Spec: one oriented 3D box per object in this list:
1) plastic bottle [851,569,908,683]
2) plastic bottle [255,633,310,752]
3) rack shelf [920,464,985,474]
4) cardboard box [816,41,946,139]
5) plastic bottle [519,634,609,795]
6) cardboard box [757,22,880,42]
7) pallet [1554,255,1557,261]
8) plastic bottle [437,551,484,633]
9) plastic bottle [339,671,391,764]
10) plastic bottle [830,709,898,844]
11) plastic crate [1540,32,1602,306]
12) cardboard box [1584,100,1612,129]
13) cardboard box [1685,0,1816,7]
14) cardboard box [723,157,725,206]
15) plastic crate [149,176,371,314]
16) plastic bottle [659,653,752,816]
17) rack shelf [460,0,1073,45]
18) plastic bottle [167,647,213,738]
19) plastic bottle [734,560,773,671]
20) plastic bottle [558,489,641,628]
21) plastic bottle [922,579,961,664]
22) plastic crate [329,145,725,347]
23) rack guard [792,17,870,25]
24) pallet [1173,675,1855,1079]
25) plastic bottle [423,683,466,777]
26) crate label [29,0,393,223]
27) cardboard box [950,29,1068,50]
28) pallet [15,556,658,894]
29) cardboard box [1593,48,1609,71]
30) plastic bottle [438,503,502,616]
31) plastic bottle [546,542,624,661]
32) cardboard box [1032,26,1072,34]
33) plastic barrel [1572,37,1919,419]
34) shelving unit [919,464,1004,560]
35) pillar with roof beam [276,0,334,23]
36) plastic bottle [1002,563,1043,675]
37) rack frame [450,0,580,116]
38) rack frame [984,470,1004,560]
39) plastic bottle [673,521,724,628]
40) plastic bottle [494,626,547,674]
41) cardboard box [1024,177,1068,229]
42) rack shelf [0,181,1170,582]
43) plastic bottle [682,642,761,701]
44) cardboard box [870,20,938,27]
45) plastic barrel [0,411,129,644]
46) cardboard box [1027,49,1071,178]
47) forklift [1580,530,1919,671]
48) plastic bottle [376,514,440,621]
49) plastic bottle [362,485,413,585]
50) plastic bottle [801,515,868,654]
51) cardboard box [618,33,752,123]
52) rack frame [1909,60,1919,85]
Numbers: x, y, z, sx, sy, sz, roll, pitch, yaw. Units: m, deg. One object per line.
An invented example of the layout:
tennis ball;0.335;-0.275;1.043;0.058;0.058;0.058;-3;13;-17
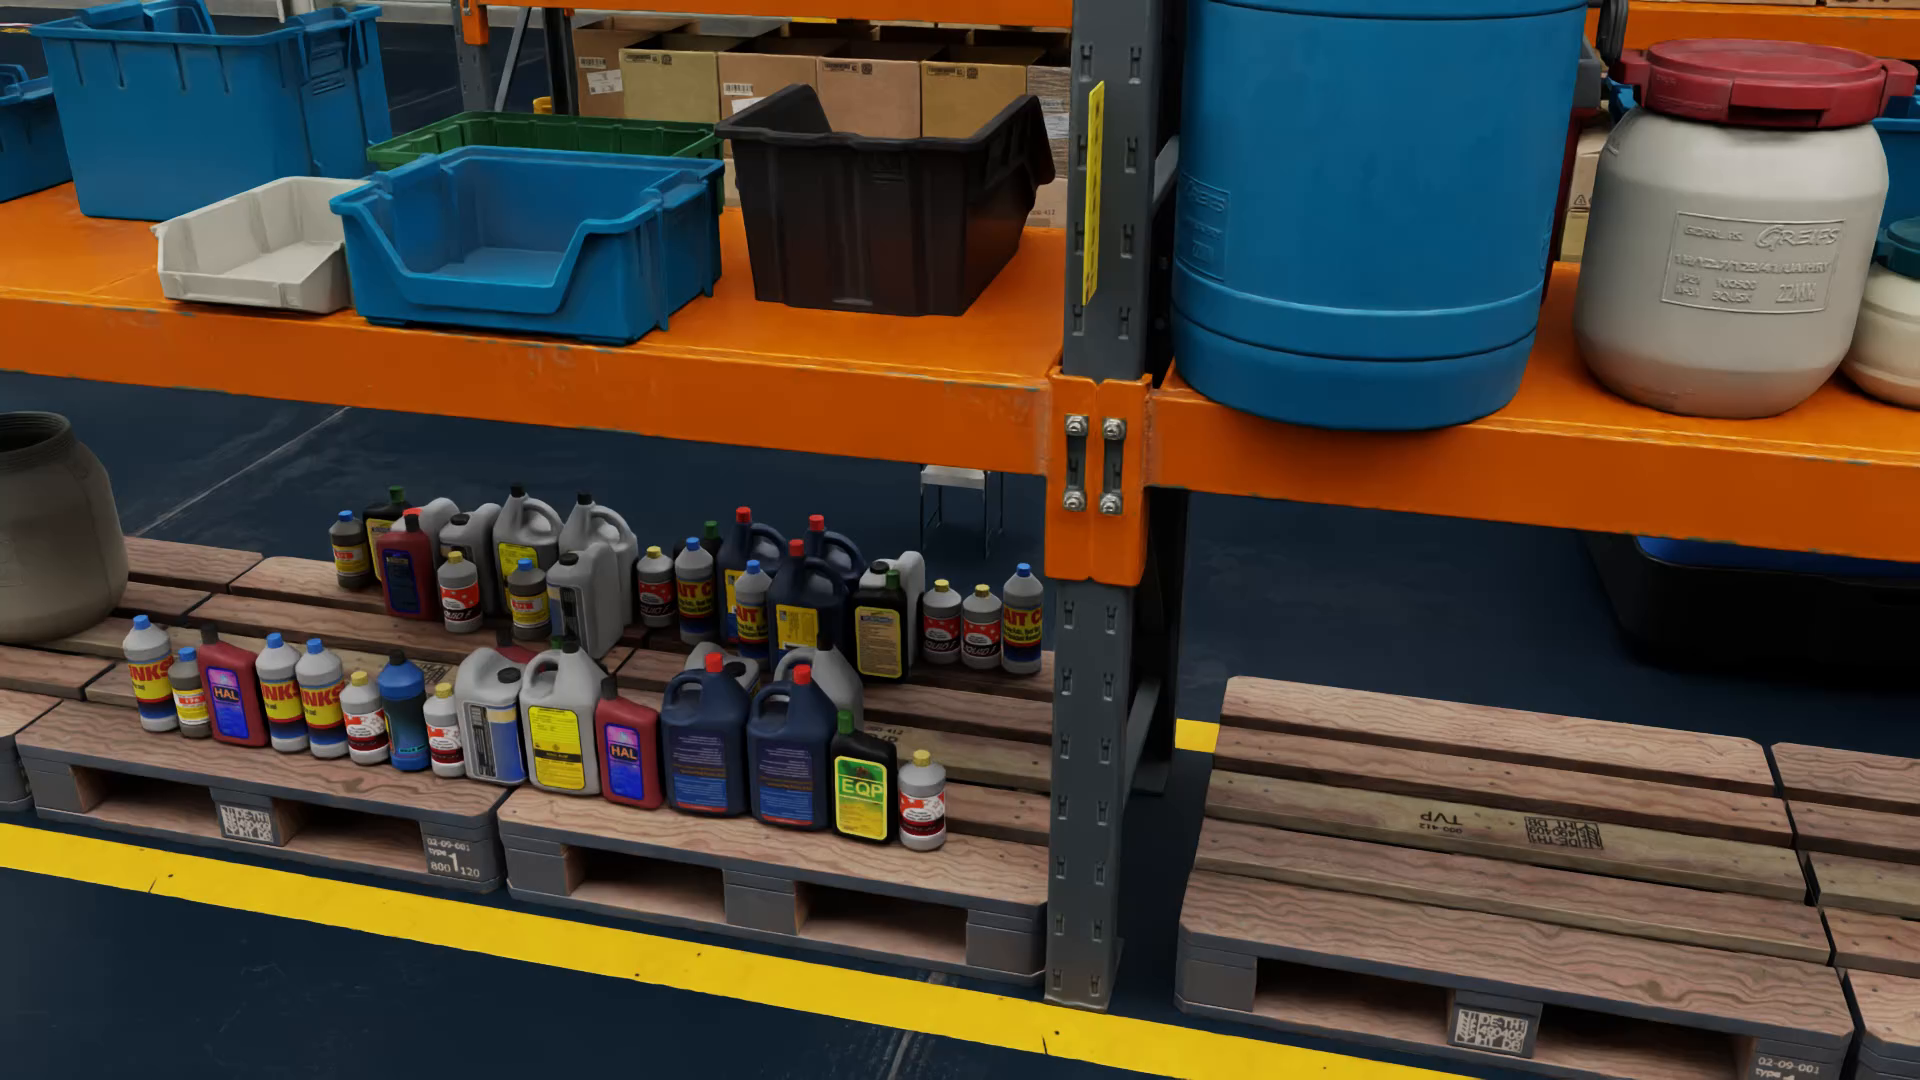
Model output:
plastic bottle;-0.193;0.201;3.987;0.133;0.283;0.061;6;26;13
plastic bottle;-1.512;0.334;3.722;0.097;0.271;0.097;0;25;0
rack shelf;0.008;-0.294;5.108;0.200;0.077;0.258;6;26;13
cardboard box;-0.369;-2.097;8.002;0.500;0.500;0.500;6;26;13
plastic bottle;-0.842;0.362;3.571;0.185;0.351;0.144;6;26;13
cardboard box;-0.719;-2.374;8.585;0.500;0.500;0.500;6;26;13
pallet;2.313;-1.372;7.886;1.213;0.211;1.003;6;26;13
plastic bottle;-1.275;0.126;4.239;0.097;0.201;0.097;0;25;0
plastic bottle;-1.319;0.387;3.692;0.097;0.201;0.097;0;25;0
plastic bottle;-0.196;0.482;3.397;0.133;0.283;0.061;8;27;16
plastic crate;0.897;-0.736;3.232;0.583;0.464;0.402;6;26;13
cardboard box;3.041;-1.863;7.732;0.500;0.311;0.500;6;26;13
cardboard box;3.324;-2.540;6.979;0.500;0.500;0.500;6;26;13
cardboard box;-1.336;-1.868;8.394;0.500;0.250;0.500;6;26;13
plastic crate;-1.284;-0.581;3.288;0.437;0.136;0.530;6;26;13
plastic bottle;-0.529;0.396;3.498;0.185;0.351;0.144;5;26;10
rack shelf;-0.348;-2.583;8.023;4.000;0.370;1.077;6;26;13
plastic bottle;-1.743;0.340;3.790;0.097;0.201;0.097;0;25;0
plastic bottle;-0.497;0.177;4.051;0.097;0.271;0.097;0;25;0
plastic bottle;-0.921;0.041;4.245;0.185;0.351;0.144;6;26;13
plastic bottle;-0.044;0.195;4.095;0.097;0.201;0.097;0;25;0
plastic crate;-0.787;-0.570;3.131;0.616;0.251;0.499;6;26;13
rack guard;-0.981;-4.048;13.170;0.348;0.500;1.175;6;26;13
pallet;1.122;0.695;3.544;1.213;0.211;1.003;6;26;13
plastic bottle;-1.120;0.409;3.646;0.097;0.201;0.097;0;25;0
crate label;-1.672;-0.992;3.802;0.616;0.435;0.502;6;26;13
cardboard box;0.250;-2.267;8.361;0.500;0.500;0.500;6;26;13
pallet;-1.473;0.408;4.147;1.213;0.211;1.003;6;26;13
cardboard box;4.533;-3.649;11.820;0.500;0.500;0.700;7;26;14
plastic bottle;-1.262;0.038;4.336;0.135;0.276;0.152;6;26;12
plastic bottle;-0.933;0.139;4.126;0.135;0.276;0.152;6;26;13
cardboard box;0.843;-3.983;12.522;0.500;0.500;0.700;5;26;10
plastic barrel;1.224;-0.499;2.651;0.433;0.535;0.433;0;25;0
shelving unit;0.008;-0.405;5.055;0.210;0.900;0.258;6;26;13
pillar with roof beam;-7.044;-7.028;9.544;0.400;9.000;9.100;6;26;13
plastic bottle;0.153;0.185;4.034;0.097;0.271;0.097;0;25;0
rack frame;-2.285;-3.122;8.318;0.127;3.000;1.000;6;26;13
rack frame;0.106;-0.395;5.032;0.006;0.900;0.240;6;26;13
plastic bottle;-0.659;0.082;4.237;0.133;0.283;0.061;7;26;15
plastic bottle;-0.973;0.328;3.719;0.133;0.283;0.061;6;26;13
cardboard box;0.604;-1.658;7.953;0.500;0.250;0.500;6;26;13
rack shelf;-1.585;-0.521;3.692;4.000;0.370;1.077;6;26;13
plastic bottle;-0.517;0.365;3.650;0.135;0.276;0.152;6;26;13
cardboard box;-0.407;-4.058;12.899;0.500;0.311;0.500;3;26;7
plastic barrel;-2.380;-0.034;4.238;0.421;0.512;0.421;0;25;0
cardboard box;0.604;-1.997;7.794;0.500;0.500;0.500;6;26;13
forklift;3.385;-1.102;4.155;3.031;2.935;1.130;4;26;8
plastic bottle;-1.423;0.065;4.273;0.133;0.283;0.061;6;26;13
plastic bottle;-1.516;-0.013;4.436;0.133;0.283;0.061;7;26;14
plastic bottle;-0.326;0.106;4.107;0.185;0.351;0.144;7;26;14
cardboard box;-1.336;-2.206;8.231;0.500;0.500;0.500;6;26;13
rack frame;6.693;-4.328;10.851;0.127;3.000;1.000;6;26;13
